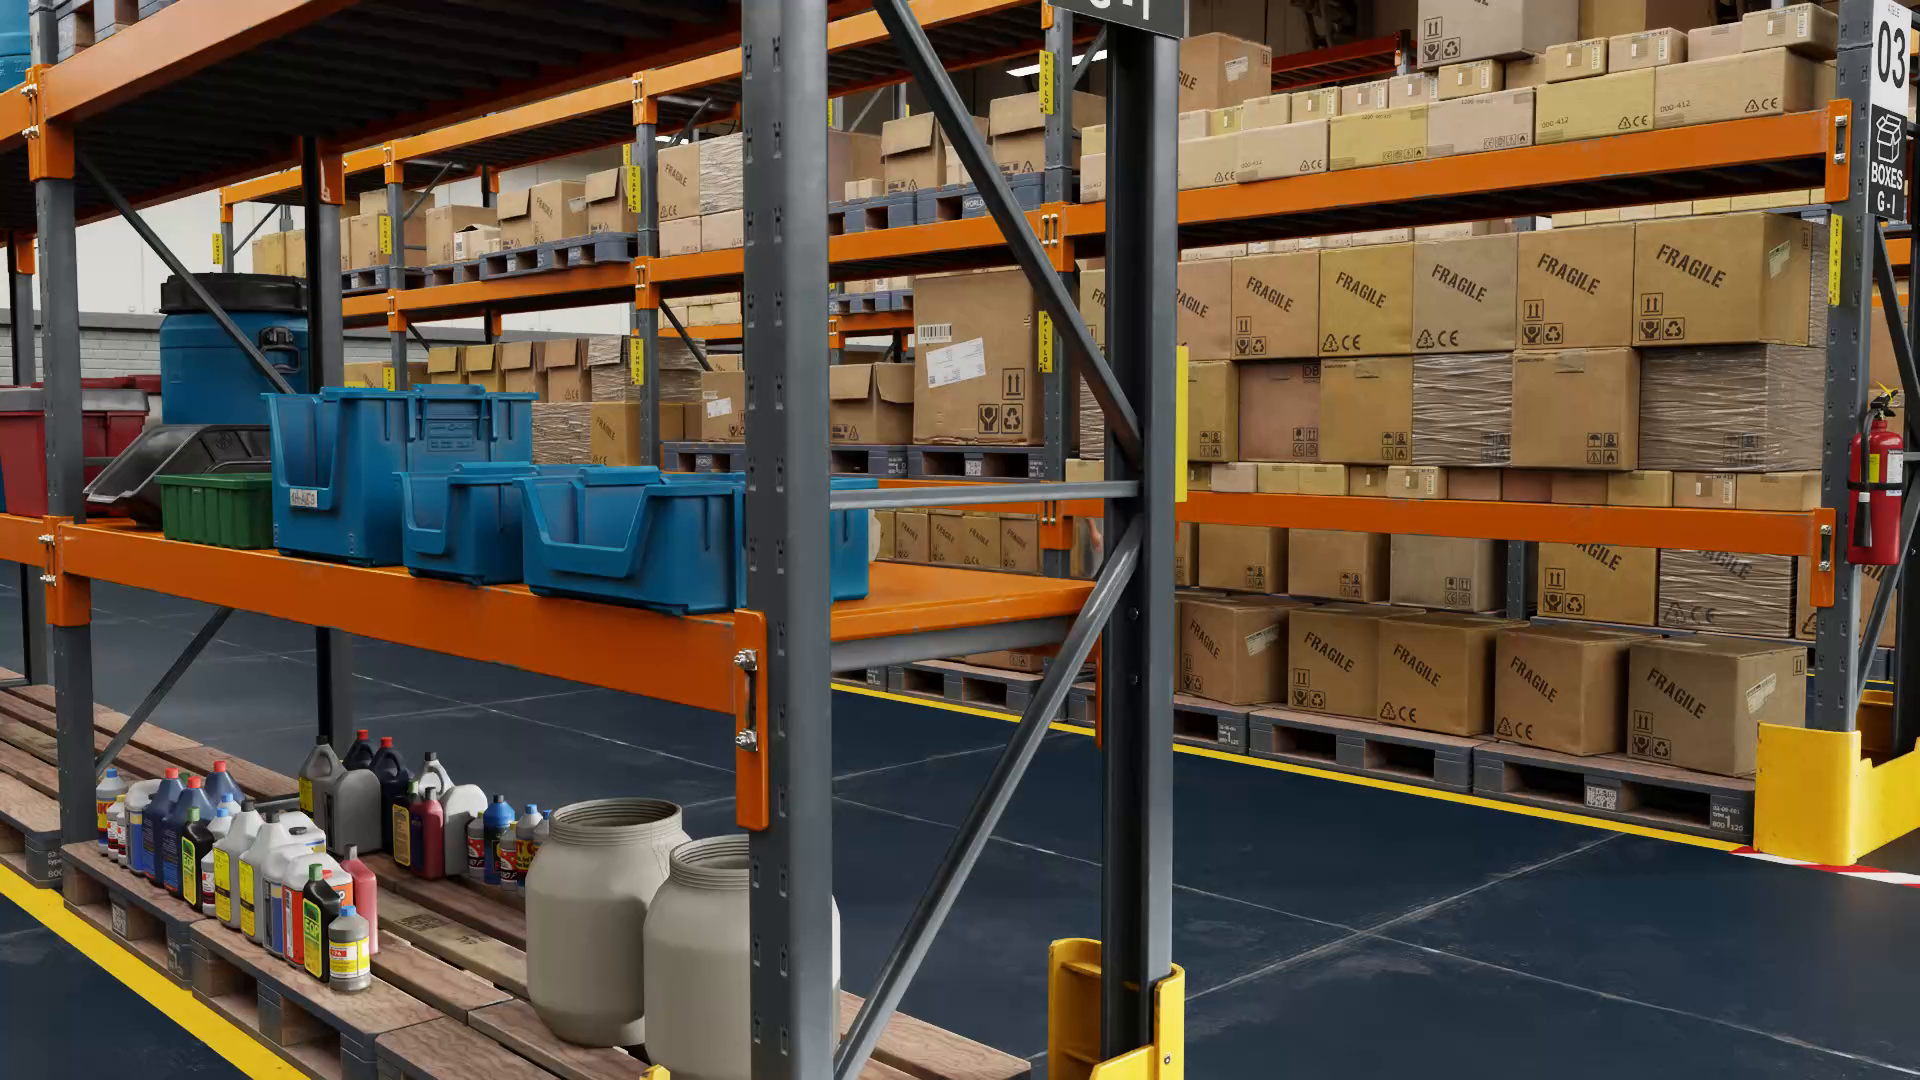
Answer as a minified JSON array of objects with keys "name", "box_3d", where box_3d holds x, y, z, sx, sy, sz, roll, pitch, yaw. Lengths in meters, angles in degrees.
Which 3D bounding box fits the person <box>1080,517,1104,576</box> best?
[{"name":"person","box_3d":[1.006,-0.051,12.328,0.814,1.619,0.461,4,6,45]}]
